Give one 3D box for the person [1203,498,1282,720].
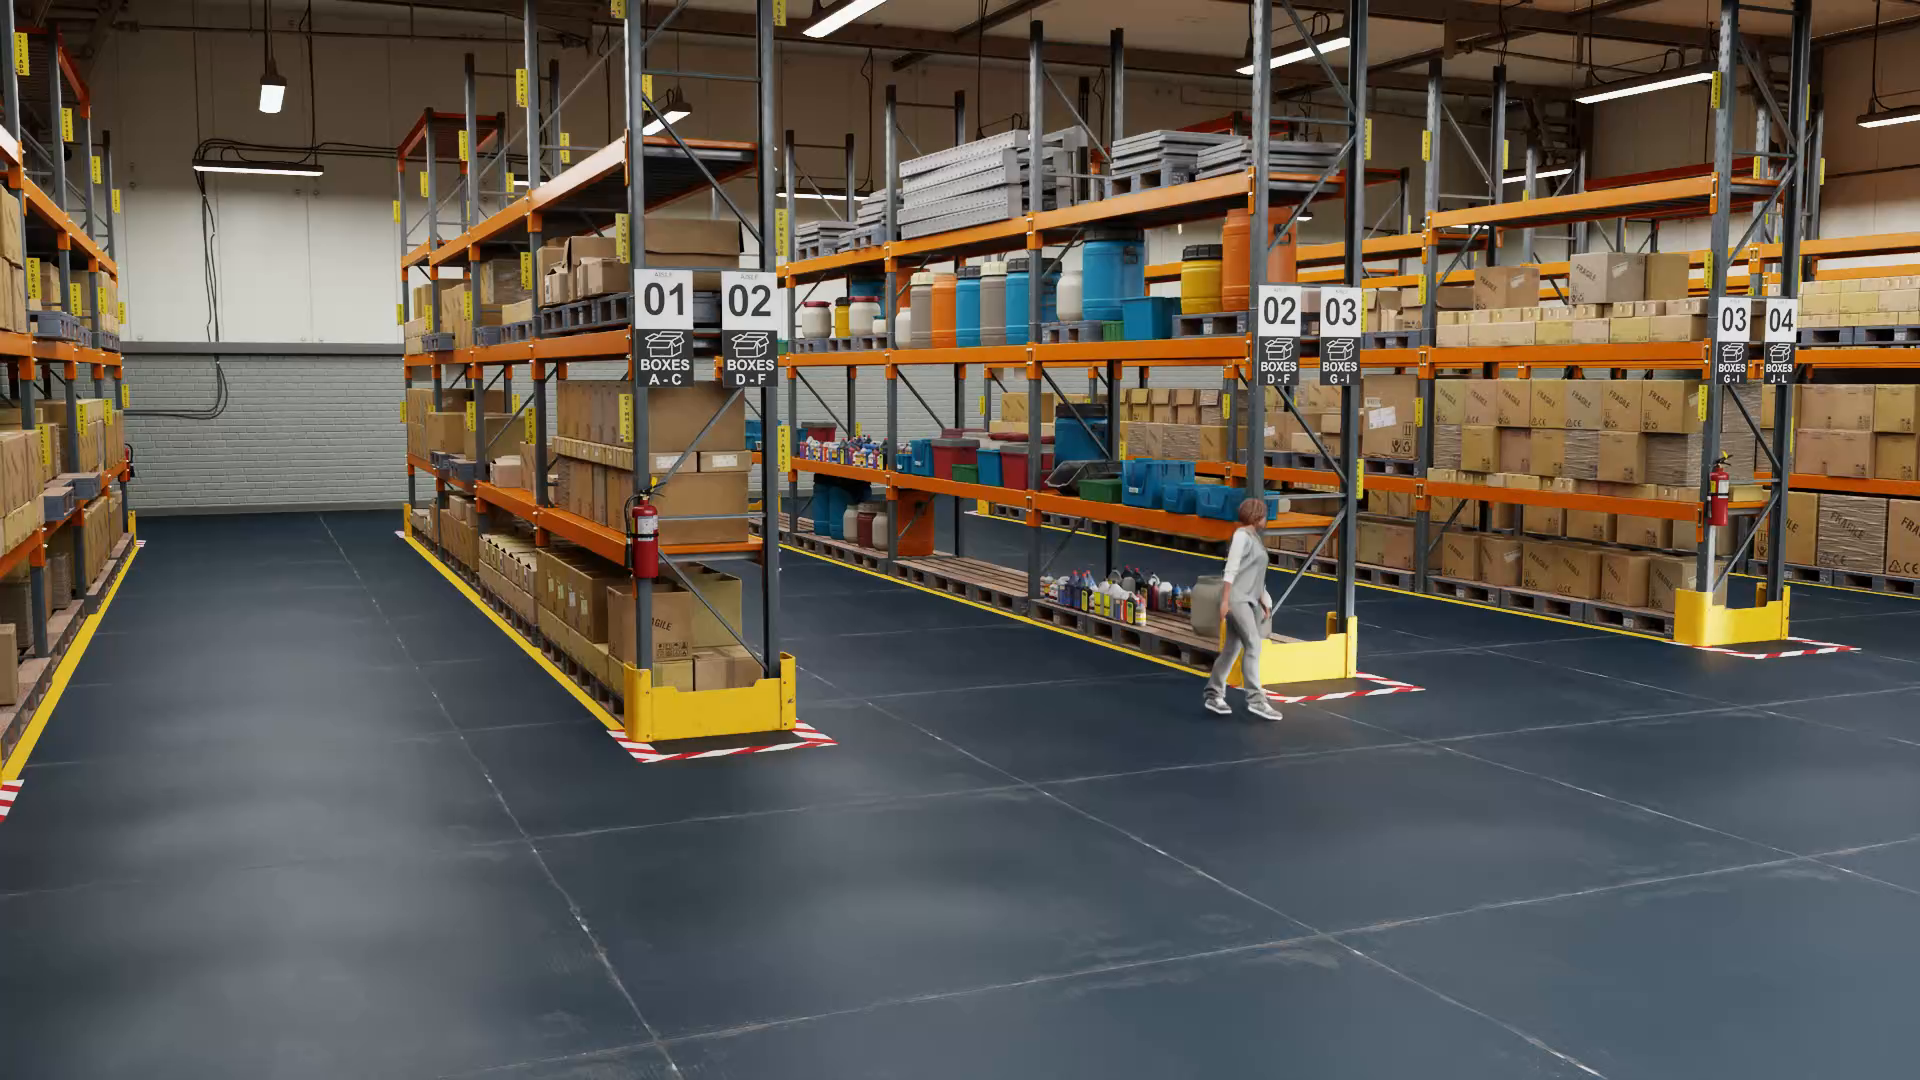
[{"bbox_3d":[2.110,0.485,12.190,0.622,1.580,0.479,3,6,24],"label":"person"}]
